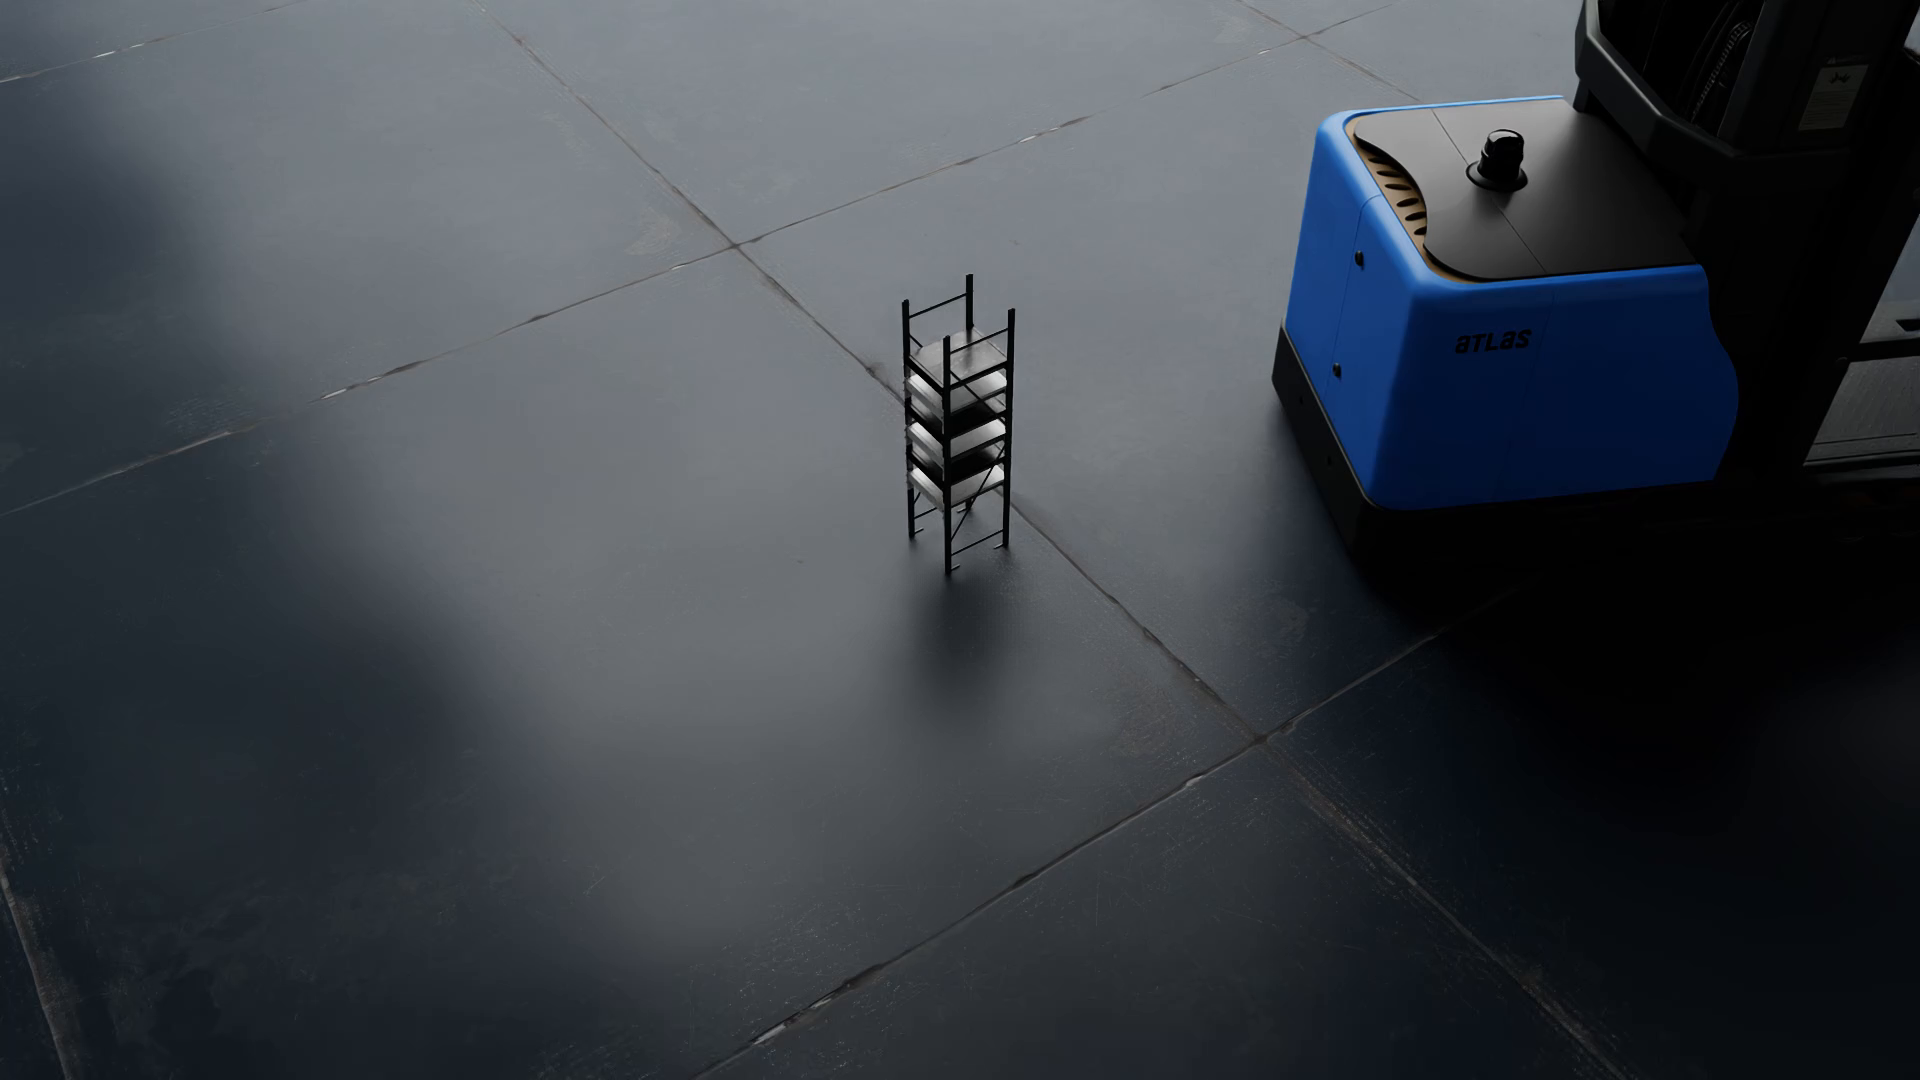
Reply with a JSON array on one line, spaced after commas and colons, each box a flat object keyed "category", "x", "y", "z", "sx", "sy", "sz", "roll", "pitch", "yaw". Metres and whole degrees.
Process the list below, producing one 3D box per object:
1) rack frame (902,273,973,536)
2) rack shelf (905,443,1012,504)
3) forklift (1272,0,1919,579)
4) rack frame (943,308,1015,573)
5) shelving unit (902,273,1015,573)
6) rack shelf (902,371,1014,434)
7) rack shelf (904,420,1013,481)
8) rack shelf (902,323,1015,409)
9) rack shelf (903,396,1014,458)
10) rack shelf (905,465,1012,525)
[{"category": "rack frame", "x": -0.063, "y": -0.388, "z": 5.004, "sx": 0.240, "sy": 0.900, "sz": 0.006, "roll": -26, "pitch": 49, "yaw": -24}, {"category": "rack shelf", "x": -0.005, "y": -0.241, "z": 5.029, "sx": 0.258, "sy": 0.077, "sz": 0.200, "roll": -26, "pitch": 49, "yaw": -24}, {"category": "forklift", "x": 2.633, "y": -1.409, "z": 4.603, "sx": 3.031, "sy": 2.935, "sz": 1.130, "roll": -6, "pitch": 44, "yaw": -6}, {"category": "rack frame", "x": 0.054, "y": -0.273, "z": 4.884, "sx": 0.240, "sy": 0.900, "sz": 0.006, "roll": -26, "pitch": 49, "yaw": -24}, {"category": "shelving unit", "x": -0.005, "y": -0.330, "z": 4.944, "sx": 0.258, "sy": 0.900, "sz": 0.210, "roll": -26, "pitch": 49, "yaw": -24}, {"category": "rack shelf", "x": -0.005, "y": -0.436, "z": 4.843, "sx": 0.258, "sy": 0.077, "sz": 0.200, "roll": -26, "pitch": 49, "yaw": -24}, {"category": "rack shelf", "x": -0.005, "y": -0.306, "z": 4.967, "sx": 0.258, "sy": 0.077, "sz": 0.200, "roll": -26, "pitch": 49, "yaw": -24}, {"category": "rack shelf", "x": -0.005, "y": -0.501, "z": 4.781, "sx": 0.258, "sy": 0.077, "sz": 0.200, "roll": -26, "pitch": 49, "yaw": -24}, {"category": "rack shelf", "x": -0.005, "y": -0.371, "z": 4.905, "sx": 0.258, "sy": 0.077, "sz": 0.200, "roll": -26, "pitch": 49, "yaw": -24}, {"category": "rack shelf", "x": -0.005, "y": -0.176, "z": 5.091, "sx": 0.258, "sy": 0.077, "sz": 0.200, "roll": -26, "pitch": 49, "yaw": -24}]
